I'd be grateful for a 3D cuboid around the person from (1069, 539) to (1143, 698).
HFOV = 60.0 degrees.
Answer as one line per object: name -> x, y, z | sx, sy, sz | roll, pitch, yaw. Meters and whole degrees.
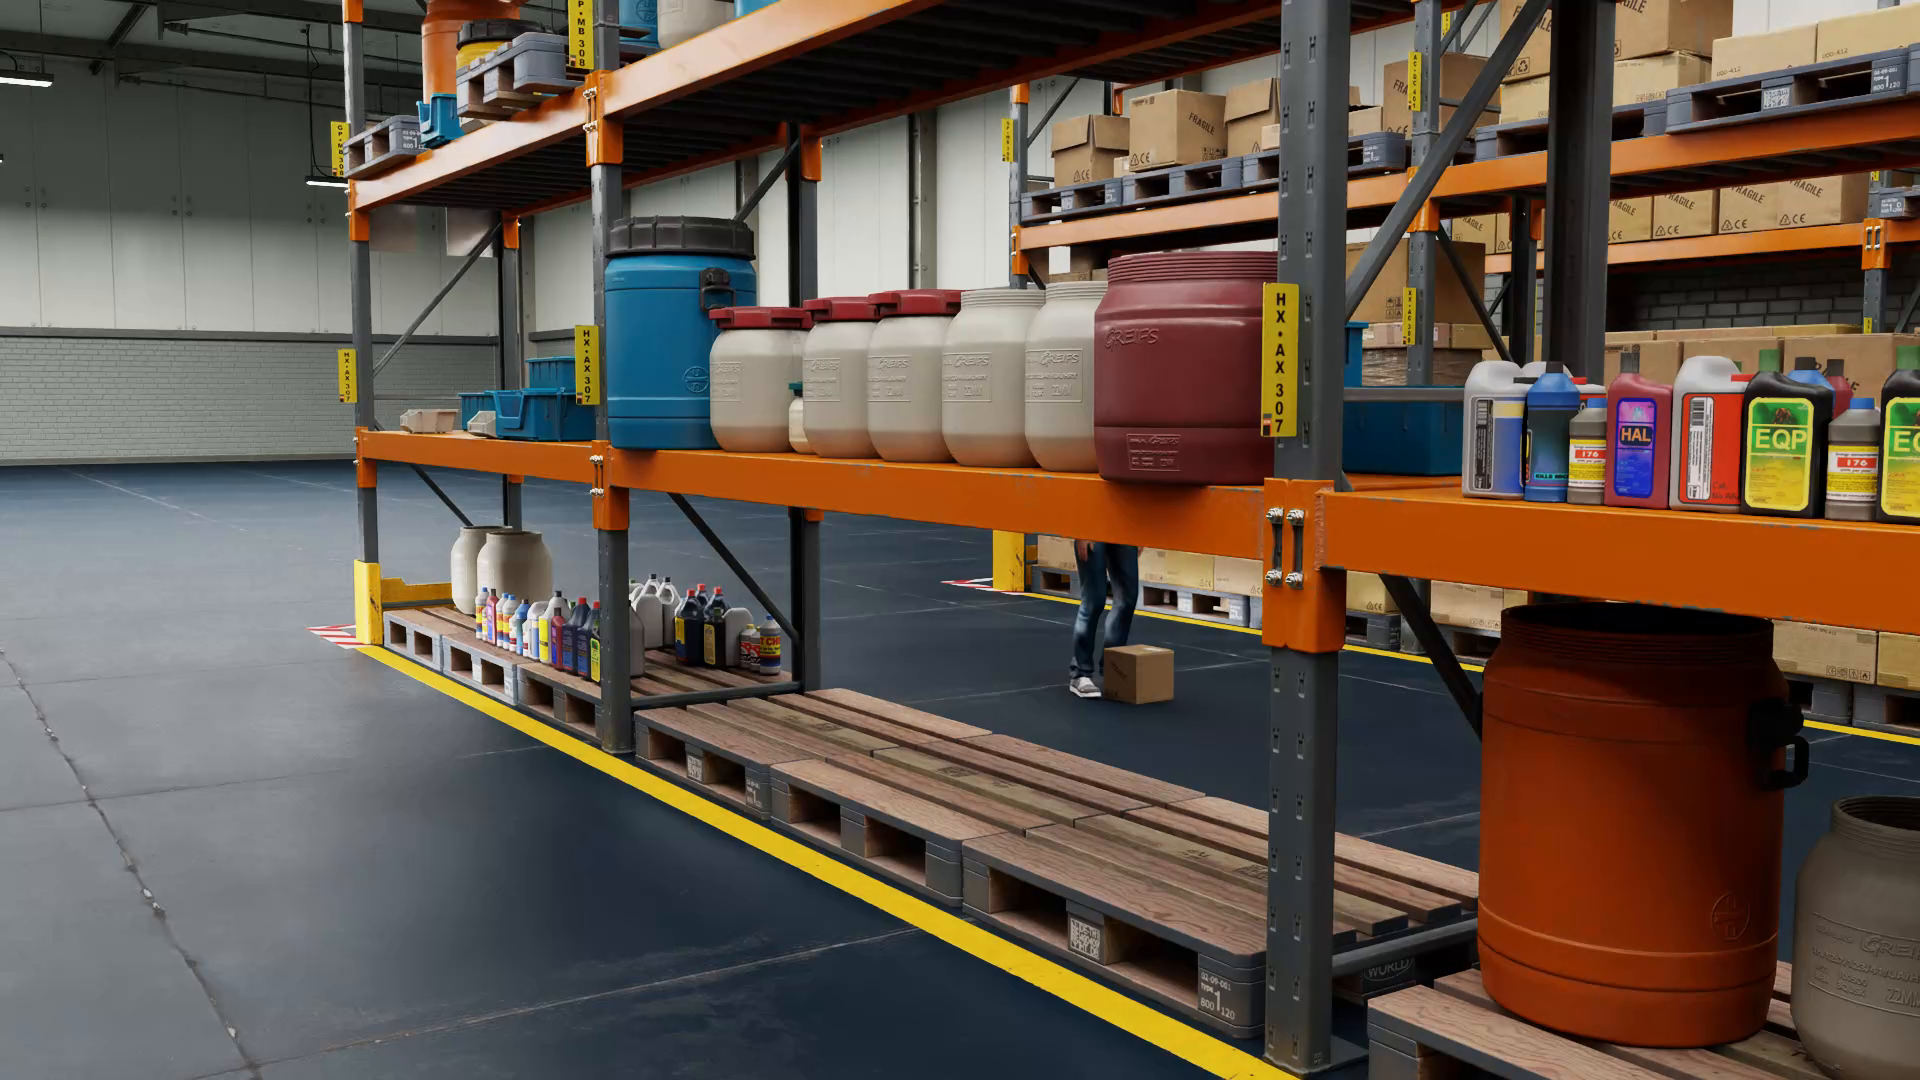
person -> 0.753, -0.012, 8.462 | 0.471, 1.590, 0.348 | -4, 6, -36
